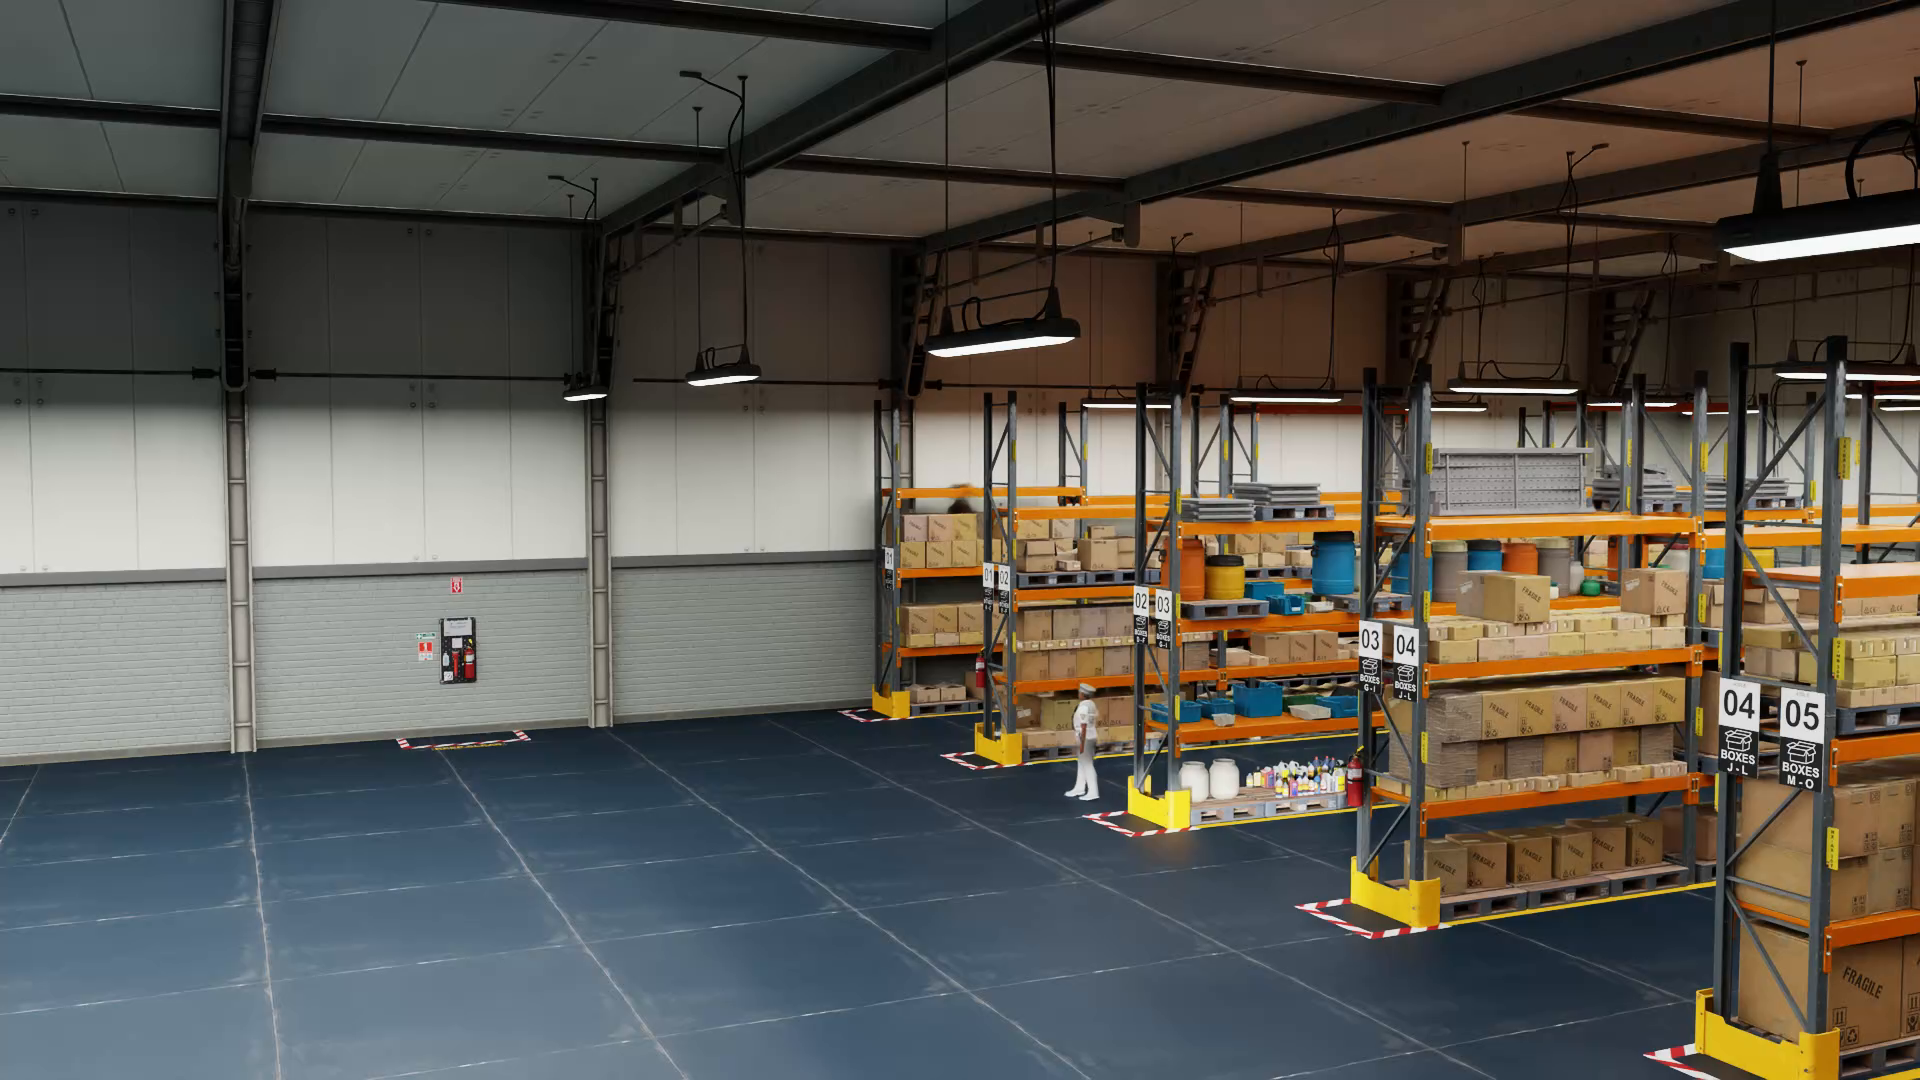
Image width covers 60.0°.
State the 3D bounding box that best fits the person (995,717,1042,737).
[{"bbox_3d":[1.065,2.642,29.247,0.899,1.632,0.514,1,3,15],"label":"person"}]

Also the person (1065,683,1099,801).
[{"bbox_3d":[1.772,2.925,24.194,0.551,1.698,0.506,1,4,19],"label":"person"}]
